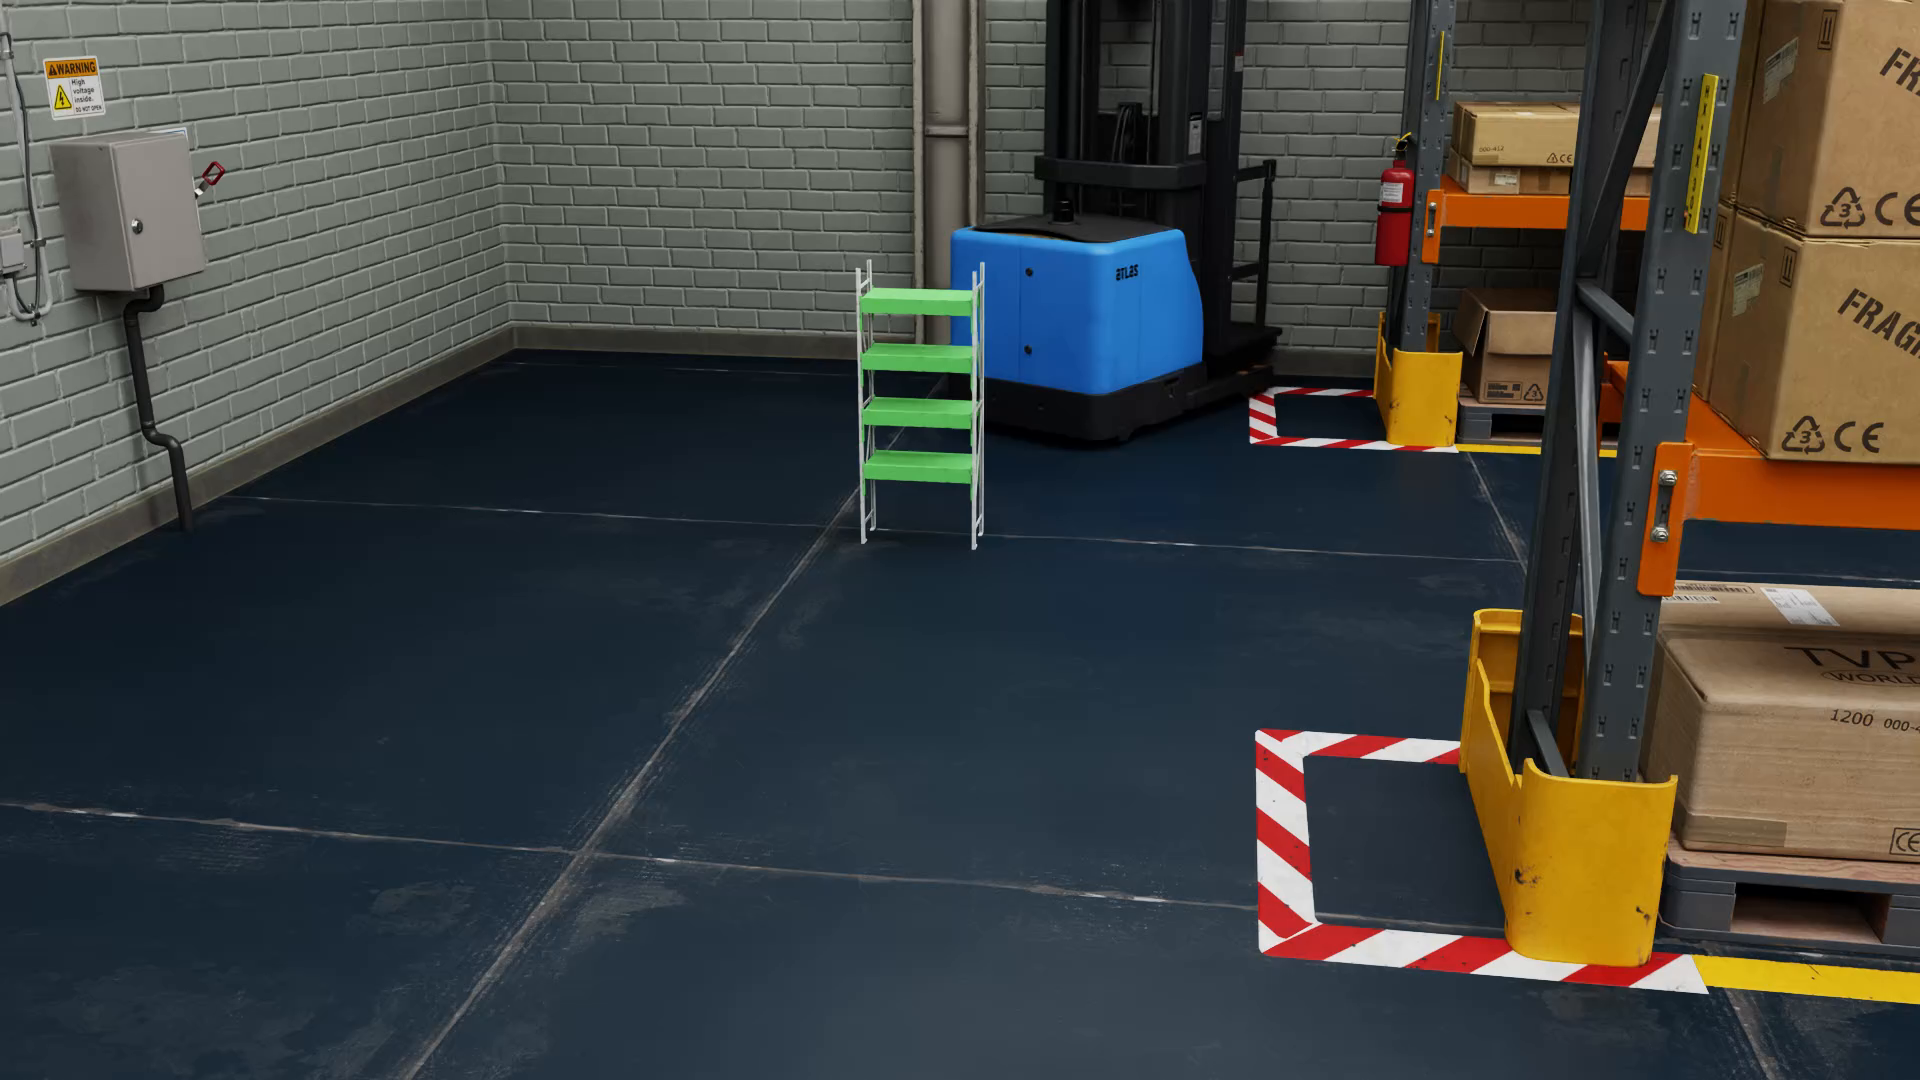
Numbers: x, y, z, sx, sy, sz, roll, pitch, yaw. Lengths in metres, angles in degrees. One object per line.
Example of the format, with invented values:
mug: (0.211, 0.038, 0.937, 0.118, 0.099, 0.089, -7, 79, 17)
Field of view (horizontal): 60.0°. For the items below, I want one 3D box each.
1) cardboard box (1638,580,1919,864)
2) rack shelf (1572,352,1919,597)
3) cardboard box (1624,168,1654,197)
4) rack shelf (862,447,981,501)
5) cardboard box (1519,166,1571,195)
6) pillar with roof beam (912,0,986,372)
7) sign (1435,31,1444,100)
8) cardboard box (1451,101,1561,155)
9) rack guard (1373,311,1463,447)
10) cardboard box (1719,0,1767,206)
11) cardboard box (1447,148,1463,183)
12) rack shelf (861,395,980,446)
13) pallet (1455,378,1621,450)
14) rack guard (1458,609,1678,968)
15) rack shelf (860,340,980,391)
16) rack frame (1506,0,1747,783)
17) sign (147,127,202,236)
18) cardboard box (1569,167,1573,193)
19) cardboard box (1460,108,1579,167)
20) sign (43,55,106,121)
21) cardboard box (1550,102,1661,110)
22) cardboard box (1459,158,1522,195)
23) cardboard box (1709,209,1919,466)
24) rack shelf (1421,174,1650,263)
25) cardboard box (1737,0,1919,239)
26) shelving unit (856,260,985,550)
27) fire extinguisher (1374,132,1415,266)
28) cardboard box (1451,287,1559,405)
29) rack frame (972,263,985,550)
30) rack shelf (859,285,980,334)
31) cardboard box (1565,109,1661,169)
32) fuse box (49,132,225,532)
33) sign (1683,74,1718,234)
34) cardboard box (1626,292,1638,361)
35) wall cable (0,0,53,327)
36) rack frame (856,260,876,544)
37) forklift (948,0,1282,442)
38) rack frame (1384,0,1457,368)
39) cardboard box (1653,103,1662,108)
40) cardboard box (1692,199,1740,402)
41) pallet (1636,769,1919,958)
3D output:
cardboard box: (2.339, 0.470, 4.547, 0.875, 0.438, 0.875, 2, 19, 7)
rack shelf: (3.646, -0.106, 4.026, 4.000, 0.370, 1.077, 3, 19, 9)
cardboard box: (3.499, -1.849, 8.497, 0.250, 0.149, 0.380, 4, 19, 10)
rack shelf: (-0.163, -0.289, 7.234, 0.480, 0.148, 0.258, 3, 19, 9)
cardboard box: (2.994, -1.883, 8.599, 0.250, 0.149, 0.380, 3, 19, 10)
pillar with roof beam: (-0.747, -4.017, 5.127, 0.400, 9.000, 9.100, 3, 19, 9)
sign: (2.369, -2.343, 8.215, 0.005, 0.325, 0.100, 3, 19, 9)
cardboard box: (2.951, -2.233, 9.016, 0.500, 0.250, 0.500, 3, 19, 10)
rack guard: (2.530, -0.914, 9.246, 0.348, 0.500, 1.175, 3, 19, 9)
cardboard box: (2.185, -1.119, 4.188, 0.500, 0.500, 0.500, 4, 19, 10)
cardboard box: (2.824, -2.051, 9.102, 0.250, 0.149, 0.380, 3, 19, 8)
rack shelf: (-0.163, -0.517, 7.158, 0.480, 0.148, 0.258, 3, 19, 9)
pallet: (3.317, -0.737, 9.172, 1.213, 0.211, 1.003, 3, 19, 9)
rack guard: (1.647, 0.637, 4.613, 0.348, 0.500, 1.175, 3, 19, 9)
rack shelf: (-0.163, -0.744, 7.082, 0.480, 0.148, 0.258, 3, 19, 9)
rack frame: (1.671, -0.548, 4.212, 0.127, 3.000, 1.000, 3, 19, 9)
sign: (-3.549, -1.595, 7.492, 0.001, 0.494, 0.329, 3, 19, 9)
cardboard box: (3.259, -1.881, 8.592, 0.250, 0.149, 0.380, 3, 19, 8)
cardboard box: (2.860, -2.066, 8.517, 0.500, 0.250, 0.500, 3, 19, 9)
sign: (-3.636, -1.860, 6.832, 0.001, 0.242, 0.339, 3, 19, 9)
cardboard box: (3.460, -2.206, 8.938, 0.500, 0.250, 0.500, 3, 19, 9)
cardboard box: (2.736, -1.881, 8.594, 0.250, 0.149, 0.380, 3, 19, 8)
cardboard box: (2.099, -0.481, 3.855, 0.500, 0.500, 0.500, 3, 19, 8)
rack shelf: (4.429, -1.661, 8.674, 4.000, 0.370, 1.077, 3, 19, 9)
cardboard box: (2.100, -0.956, 3.699, 0.500, 0.500, 0.500, 3, 19, 7)
shelving unit: (-0.163, -0.577, 7.138, 0.503, 1.200, 0.258, 3, 19, 9)
fire extinguisher: (2.236, -1.752, 8.521, 0.183, 0.674, 0.296, 3, 19, 9)
cardboard box: (3.044, -1.058, 9.009, 0.637, 0.503, 0.797, 2, 19, 6)
rack frame: (0.077, -0.565, 7.101, 0.015, 1.200, 0.240, 3, 19, 9)
rack shelf: (-0.163, -0.972, 7.006, 0.480, 0.148, 0.258, 3, 19, 9)
cardboard box: (3.358, -2.040, 8.441, 0.500, 0.250, 0.500, 3, 19, 9)
fuse box: (-3.423, -0.864, 7.188, 0.414, 1.711, 0.539, 3, 19, 9)
sign: (1.577, -0.822, 3.544, 0.005, 0.325, 0.100, 3, 19, 9)
cardboard box: (3.881, -1.001, 8.845, 0.500, 0.500, 0.700, 4, 19, 11)
wall cable: (-3.687, -1.751, 6.207, 0.122, 1.984, 0.588, 3, 19, 9)
rack frame: (-0.404, -0.590, 7.174, 0.015, 1.200, 0.240, 3, 19, 9)
forklift: (1.222, -2.308, 9.580, 1.130, 2.935, 3.031, 14, 23, 35)
rack frame: (2.455, -2.103, 8.860, 0.127, 3.000, 1.000, 3, 19, 9)
cardboard box: (3.948, -2.180, 8.859, 0.500, 0.250, 0.500, 4, 19, 10)
cardboard box: (2.189, -0.654, 4.372, 0.500, 0.500, 0.500, 3, 19, 9)
pallet: (2.473, 0.791, 4.608, 1.213, 0.211, 1.003, 3, 19, 9)
